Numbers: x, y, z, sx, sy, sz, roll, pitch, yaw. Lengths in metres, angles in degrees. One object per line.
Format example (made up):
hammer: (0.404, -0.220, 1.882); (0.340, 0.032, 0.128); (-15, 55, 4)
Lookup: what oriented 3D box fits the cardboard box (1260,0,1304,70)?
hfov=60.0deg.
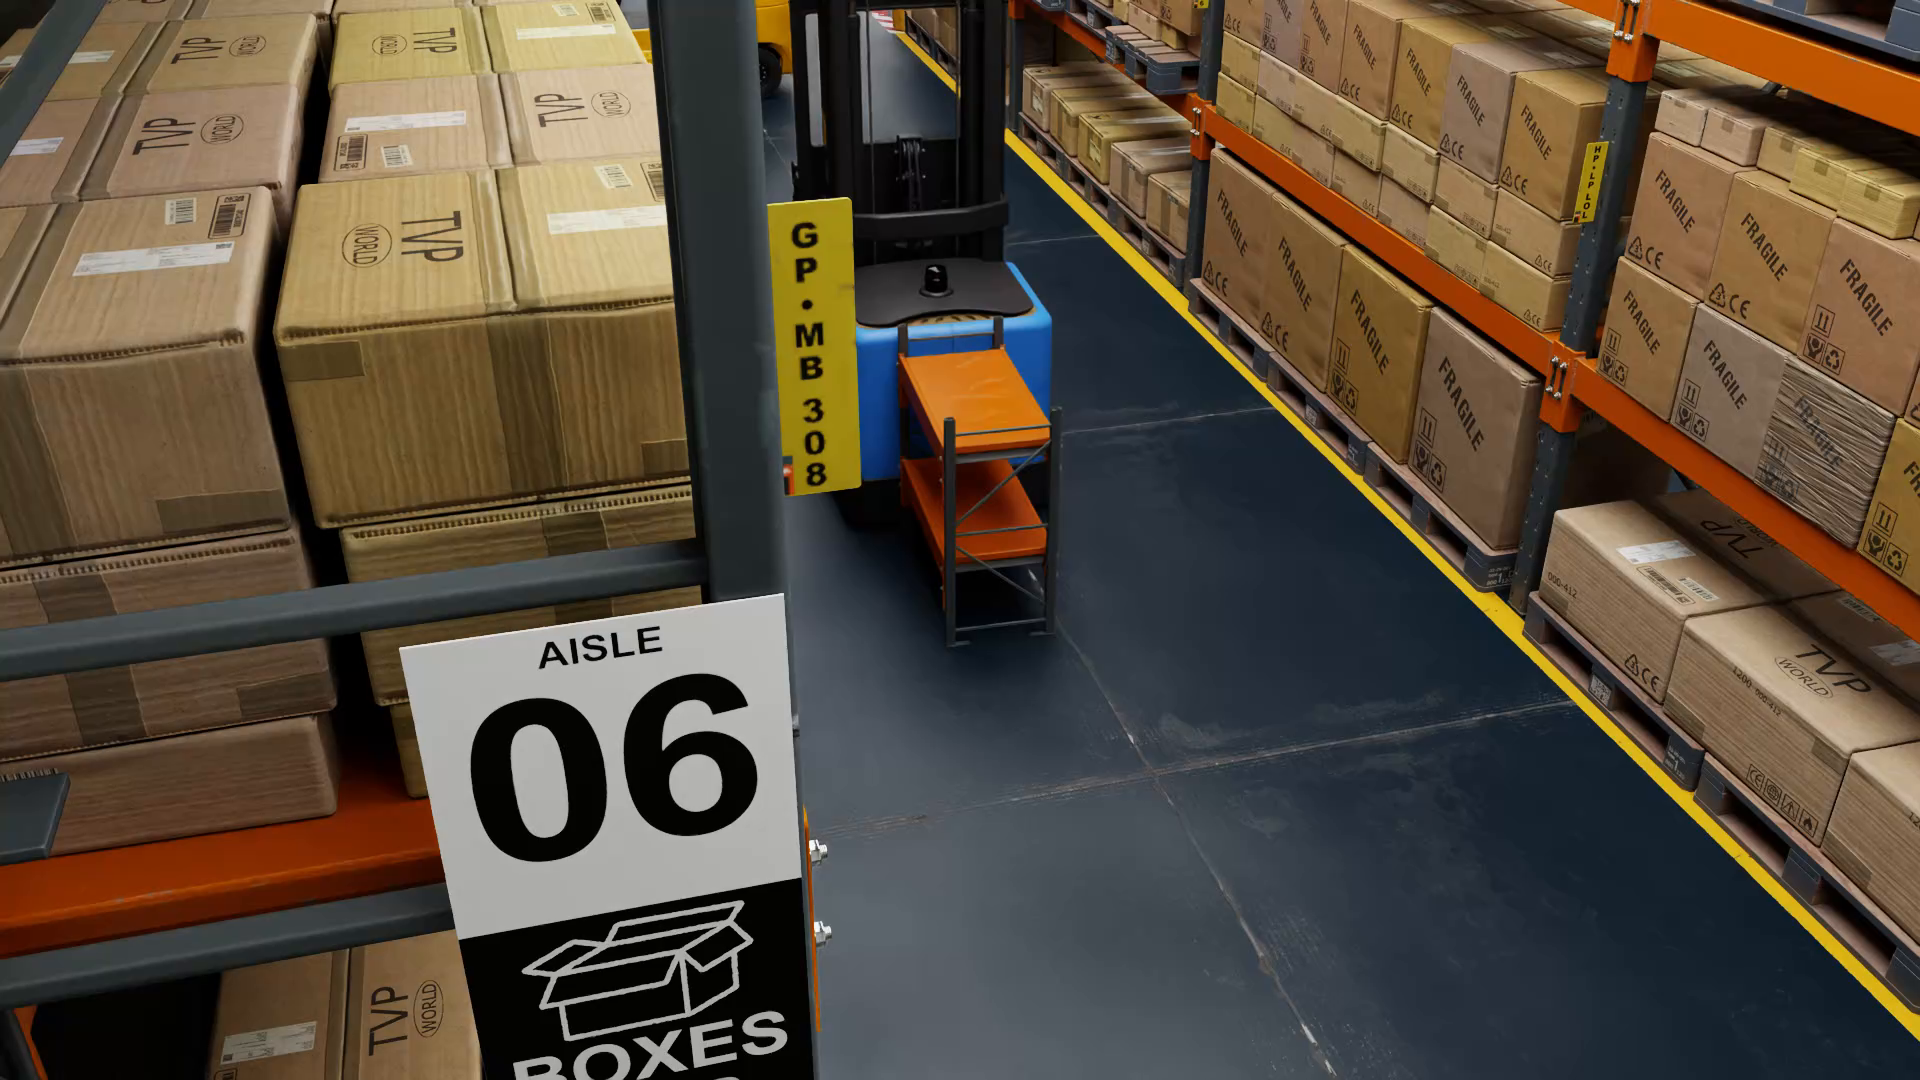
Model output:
cardboard box: (2.018, -2.937, 9.231); (0.500, 0.500, 0.500); (-8, 31, -13)

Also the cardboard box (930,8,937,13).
cardboard box: (-0.044, -5.460, 16.266); (0.500, 0.500, 0.500); (-9, 31, -15)

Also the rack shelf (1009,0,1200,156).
rack shelf: (1.451, -3.624, 12.235); (1.077, 0.370, 4.000); (-8, 31, -13)

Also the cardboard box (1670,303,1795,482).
cardboard box: (3.045, -0.576, 6.151); (0.500, 0.500, 0.500); (-8, 31, -13)

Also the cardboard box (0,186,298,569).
cardboard box: (-1.066, -0.200, 1.961); (0.500, 0.250, 0.500); (-9, 31, -15)

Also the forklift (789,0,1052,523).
forklift: (-0.360, -2.076, 8.911); (1.130, 2.935, 3.031); (-6, 31, -11)

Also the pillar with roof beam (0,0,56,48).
pillar with roof beam: (1.725, -3.089, 4.603); (9.100, 9.000, 0.400); (-8, 31, -13)

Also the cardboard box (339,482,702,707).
cardboard box: (-0.534, -0.057, 2.212); (0.500, 0.250, 0.500); (-8, 31, -14)

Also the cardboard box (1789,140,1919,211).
cardboard box: (3.076, -1.240, 5.652); (0.380, 0.149, 0.250); (-8, 31, -14)

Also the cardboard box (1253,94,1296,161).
cardboard box: (2.022, -2.389, 9.533); (0.500, 0.250, 0.500); (-9, 31, -15)

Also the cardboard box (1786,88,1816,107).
cardboard box: (3.432, -1.688, 6.427); (0.380, 0.149, 0.250); (-8, 31, -14)

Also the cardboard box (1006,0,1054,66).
cardboard box: (0.504, -4.468, 14.552); (0.500, 0.500, 0.500); (-8, 31, -14)

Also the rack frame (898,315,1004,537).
rack frame: (-0.042, -0.537, 8.055); (0.500, 1.125, 0.032); (-6, 31, -11)

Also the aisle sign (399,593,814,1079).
aisle sign: (-0.378, 0.425, 1.927); (0.394, 0.787, 0.004); (-8, 31, -13)

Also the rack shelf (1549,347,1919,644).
rack shelf: (3.574, 0.240, 5.560); (1.077, 0.370, 4.000); (-8, 31, -13)

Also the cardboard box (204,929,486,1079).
cardboard box: (-1.193, 1.056, 3.284); (0.500, 0.250, 0.500); (-8, 31, -13)

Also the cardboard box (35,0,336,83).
cardboard box: (-1.458, -0.944, 3.246); (0.500, 0.250, 0.500); (-8, 31, -13)

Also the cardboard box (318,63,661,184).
cardboard box: (-0.672, -0.518, 2.511); (0.500, 0.250, 0.500); (-8, 31, -14)

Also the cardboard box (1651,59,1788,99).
cardboard box: (3.204, -1.764, 7.206); (0.500, 0.500, 0.500); (-7, 31, -13)

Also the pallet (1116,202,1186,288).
pallet: (1.776, -2.140, 11.737); (1.003, 0.211, 1.213); (-8, 31, -13)

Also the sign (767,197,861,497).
sign: (-0.156, -0.193, 1.722); (0.100, 0.325, 0.005); (-8, 31, -13)

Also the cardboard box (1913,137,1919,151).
cardboard box: (3.539, -1.305, 5.764); (0.380, 0.149, 0.250); (-8, 31, -14)

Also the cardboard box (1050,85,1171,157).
cardboard box: (1.256, -3.346, 13.241); (0.950, 0.372, 0.625); (-6, 31, -10)

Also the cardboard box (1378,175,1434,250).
cardboard box: (2.432, -1.648, 8.253); (0.500, 0.250, 0.500); (-9, 31, -15)

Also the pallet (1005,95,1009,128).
pallet: (0.708, -4.014, 14.975); (1.003, 0.211, 1.213); (-8, 31, -13)

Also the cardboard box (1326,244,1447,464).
cardboard box: (2.555, -1.024, 8.727); (0.875, 0.875, 0.875); (-7, 31, -12)

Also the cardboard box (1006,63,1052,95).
cardboard box: (0.504, -4.143, 14.739); (0.500, 0.250, 0.500); (-6, 31, -11)

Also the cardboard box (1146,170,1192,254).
cardboard box: (1.842, -2.288, 11.413); (0.950, 0.372, 0.625); (-10, 32, -17)

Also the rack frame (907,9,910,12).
rack frame: (-0.142, -6.833, 17.062); (1.000, 3.000, 0.127); (-8, 31, -13)

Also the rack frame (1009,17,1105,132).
rack frame: (0.920, -4.902, 13.724); (1.000, 3.000, 0.127); (-8, 31, -13)

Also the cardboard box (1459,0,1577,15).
cardboard box: (2.768, -2.498, 8.473); (0.500, 0.500, 0.500); (-8, 31, -14)

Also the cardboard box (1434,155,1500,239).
cardboard box: (2.552, -1.610, 7.688); (0.500, 0.250, 0.500); (-7, 31, -12)

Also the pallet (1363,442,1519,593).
pallet: (2.766, -0.194, 8.374); (1.003, 0.211, 1.213); (-8, 31, -13)

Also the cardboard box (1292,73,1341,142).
cardboard box: (2.135, -2.351, 8.969); (0.500, 0.250, 0.500); (-8, 31, -13)

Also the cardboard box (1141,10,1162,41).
cardboard box: (1.417, -3.405, 10.970); (0.380, 0.149, 0.250); (-8, 31, -14)

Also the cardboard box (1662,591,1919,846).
cardboard box: (3.345, 0.639, 6.290); (0.875, 0.438, 0.875); (-9, 31, -15)

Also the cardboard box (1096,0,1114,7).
cardboard box: (1.180, -3.908, 11.838); (0.380, 0.149, 0.250); (-9, 31, -15)

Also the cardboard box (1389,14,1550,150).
cardboard box: (2.423, -2.193, 7.946); (0.500, 0.500, 0.500); (-7, 31, -12)

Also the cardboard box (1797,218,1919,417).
cardboard box: (3.190, -0.758, 5.467); (0.500, 0.500, 0.500); (-7, 31, -12)

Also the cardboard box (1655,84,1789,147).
cardboard box: (2.877, -1.608, 6.287); (0.380, 0.149, 0.250); (-8, 31, -14)

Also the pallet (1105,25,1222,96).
pallet: (1.690, -3.217, 11.005); (1.213, 0.211, 1.003); (-8, 31, -13)

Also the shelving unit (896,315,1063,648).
shelving unit: (0.069, -0.288, 7.625); (0.538, 1.125, 1.048); (-6, 31, -11)

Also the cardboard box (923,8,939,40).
cardboard box: (-0.066, -5.151, 16.481); (0.500, 0.250, 0.500); (-7, 31, -11)
